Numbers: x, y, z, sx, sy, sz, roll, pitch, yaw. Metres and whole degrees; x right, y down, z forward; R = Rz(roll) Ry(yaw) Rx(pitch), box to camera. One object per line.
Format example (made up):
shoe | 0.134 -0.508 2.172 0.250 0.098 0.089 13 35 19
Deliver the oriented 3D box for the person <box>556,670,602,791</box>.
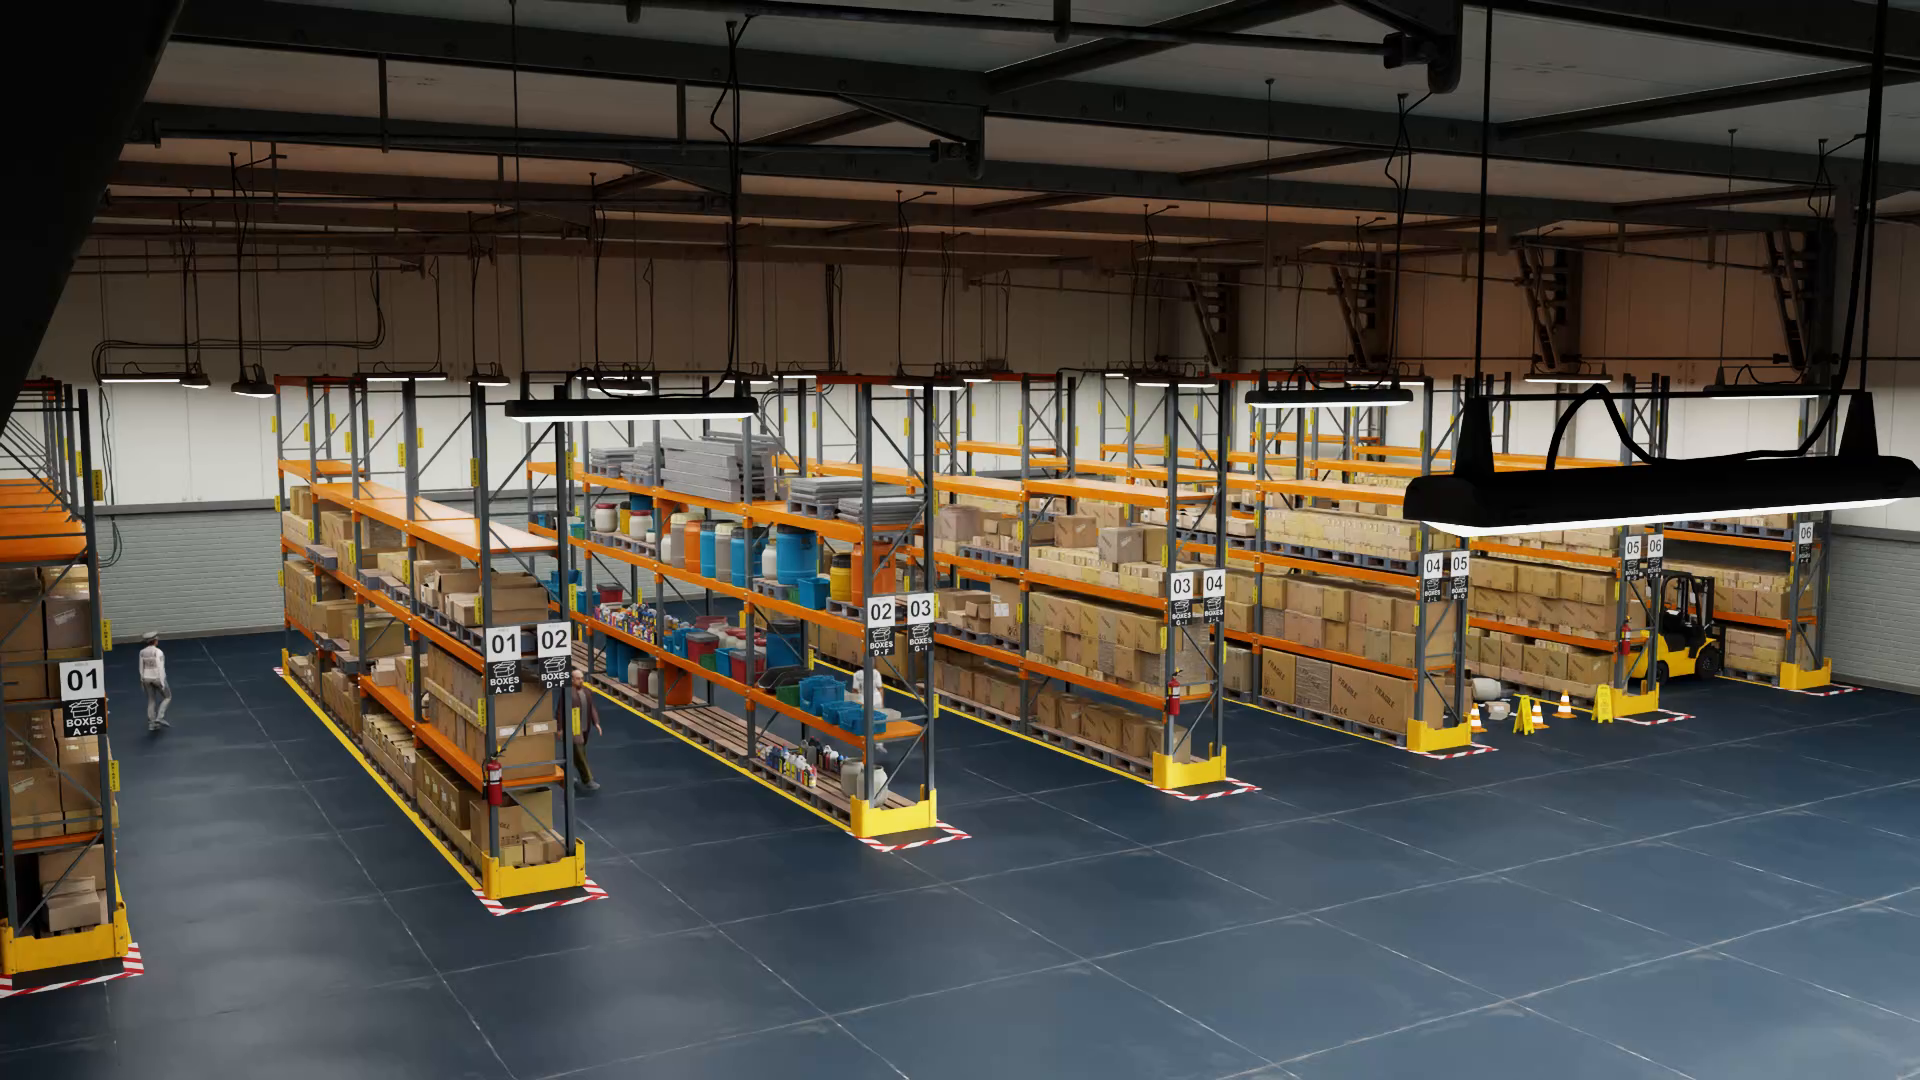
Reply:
person | -5.565 2.772 24.457 1.105 1.729 0.600 4 7 30

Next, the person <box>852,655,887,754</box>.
person | -1.432 2.623 26.347 0.538 1.653 0.470 -1 6 -10

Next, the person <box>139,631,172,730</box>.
person | -13.732 2.400 28.304 0.502 1.652 0.427 0 6 1
